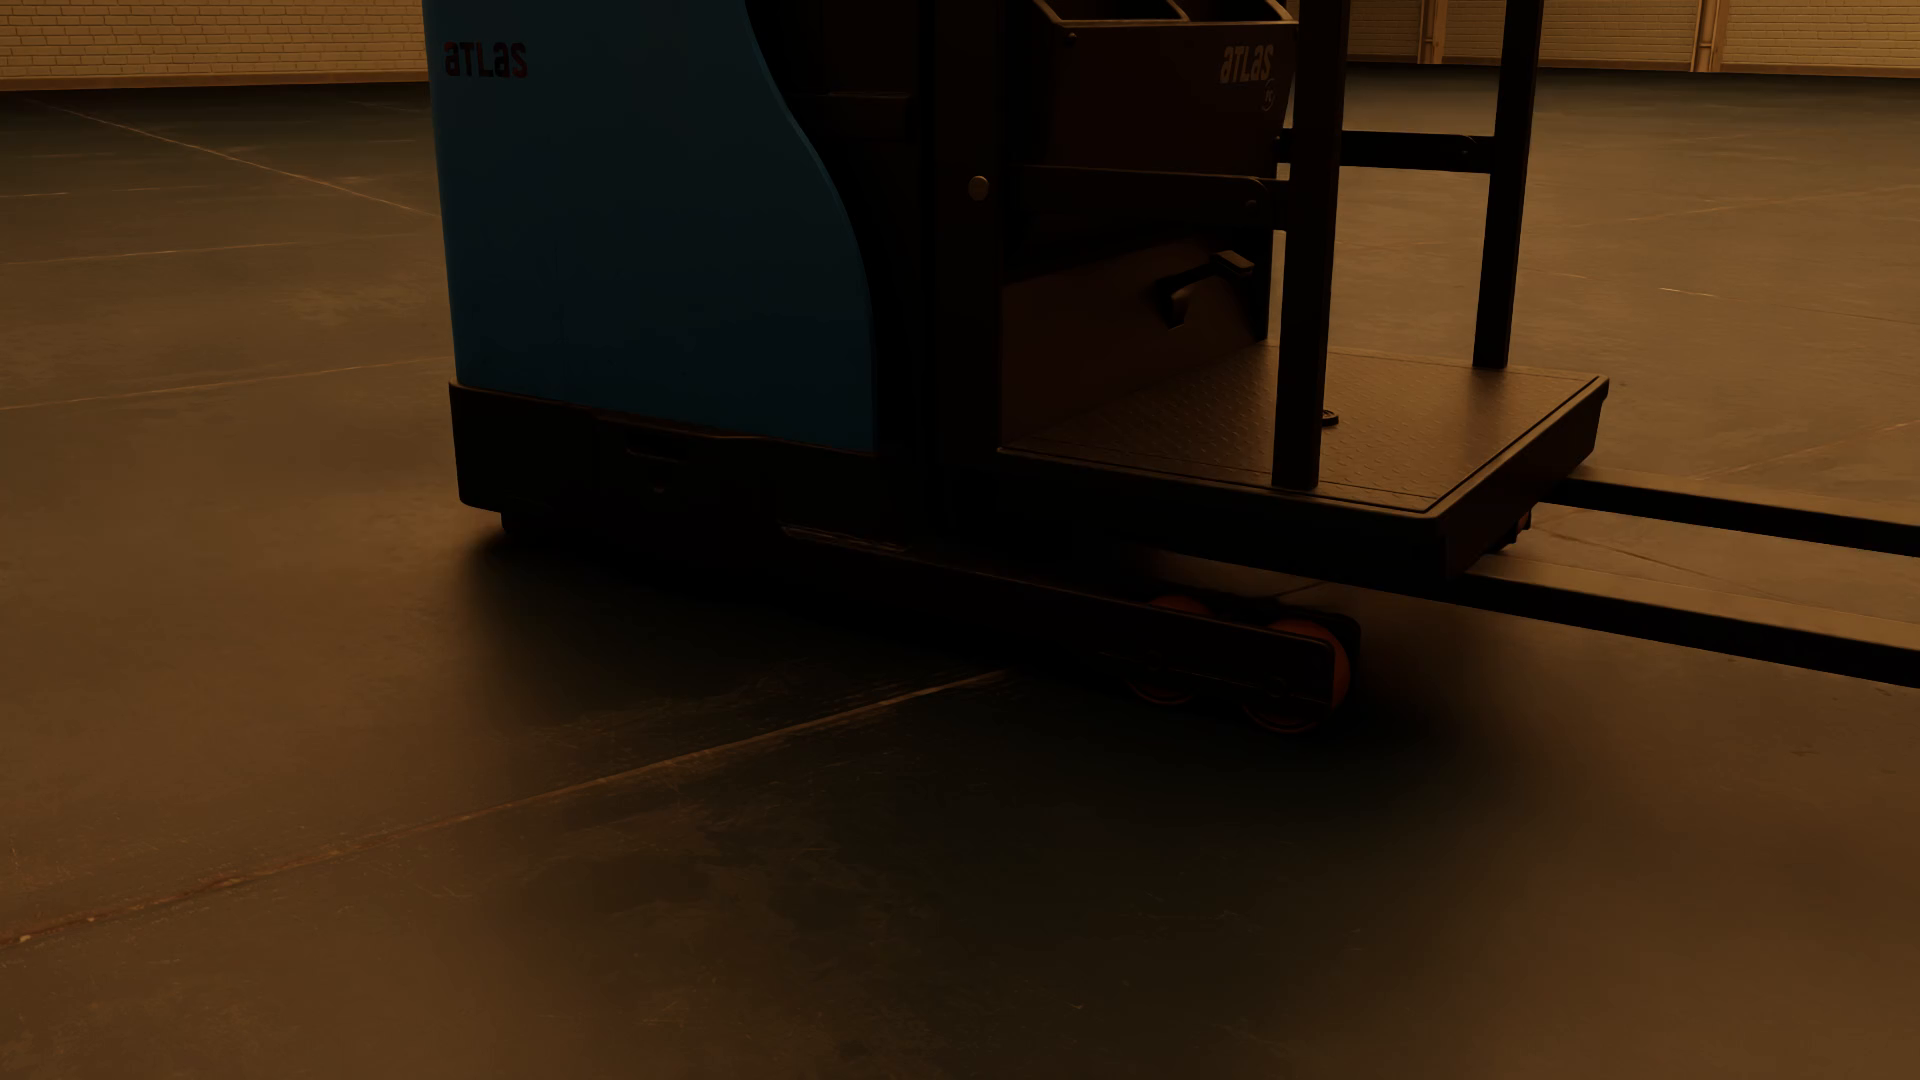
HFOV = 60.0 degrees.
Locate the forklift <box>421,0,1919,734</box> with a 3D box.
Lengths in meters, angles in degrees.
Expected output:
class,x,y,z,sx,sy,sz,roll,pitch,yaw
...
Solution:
class,x,y,z,sx,sy,sz,roll,pitch,yaw
forklift,0.514,-1.298,2.549,3.031,2.935,1.130,11,21,31
